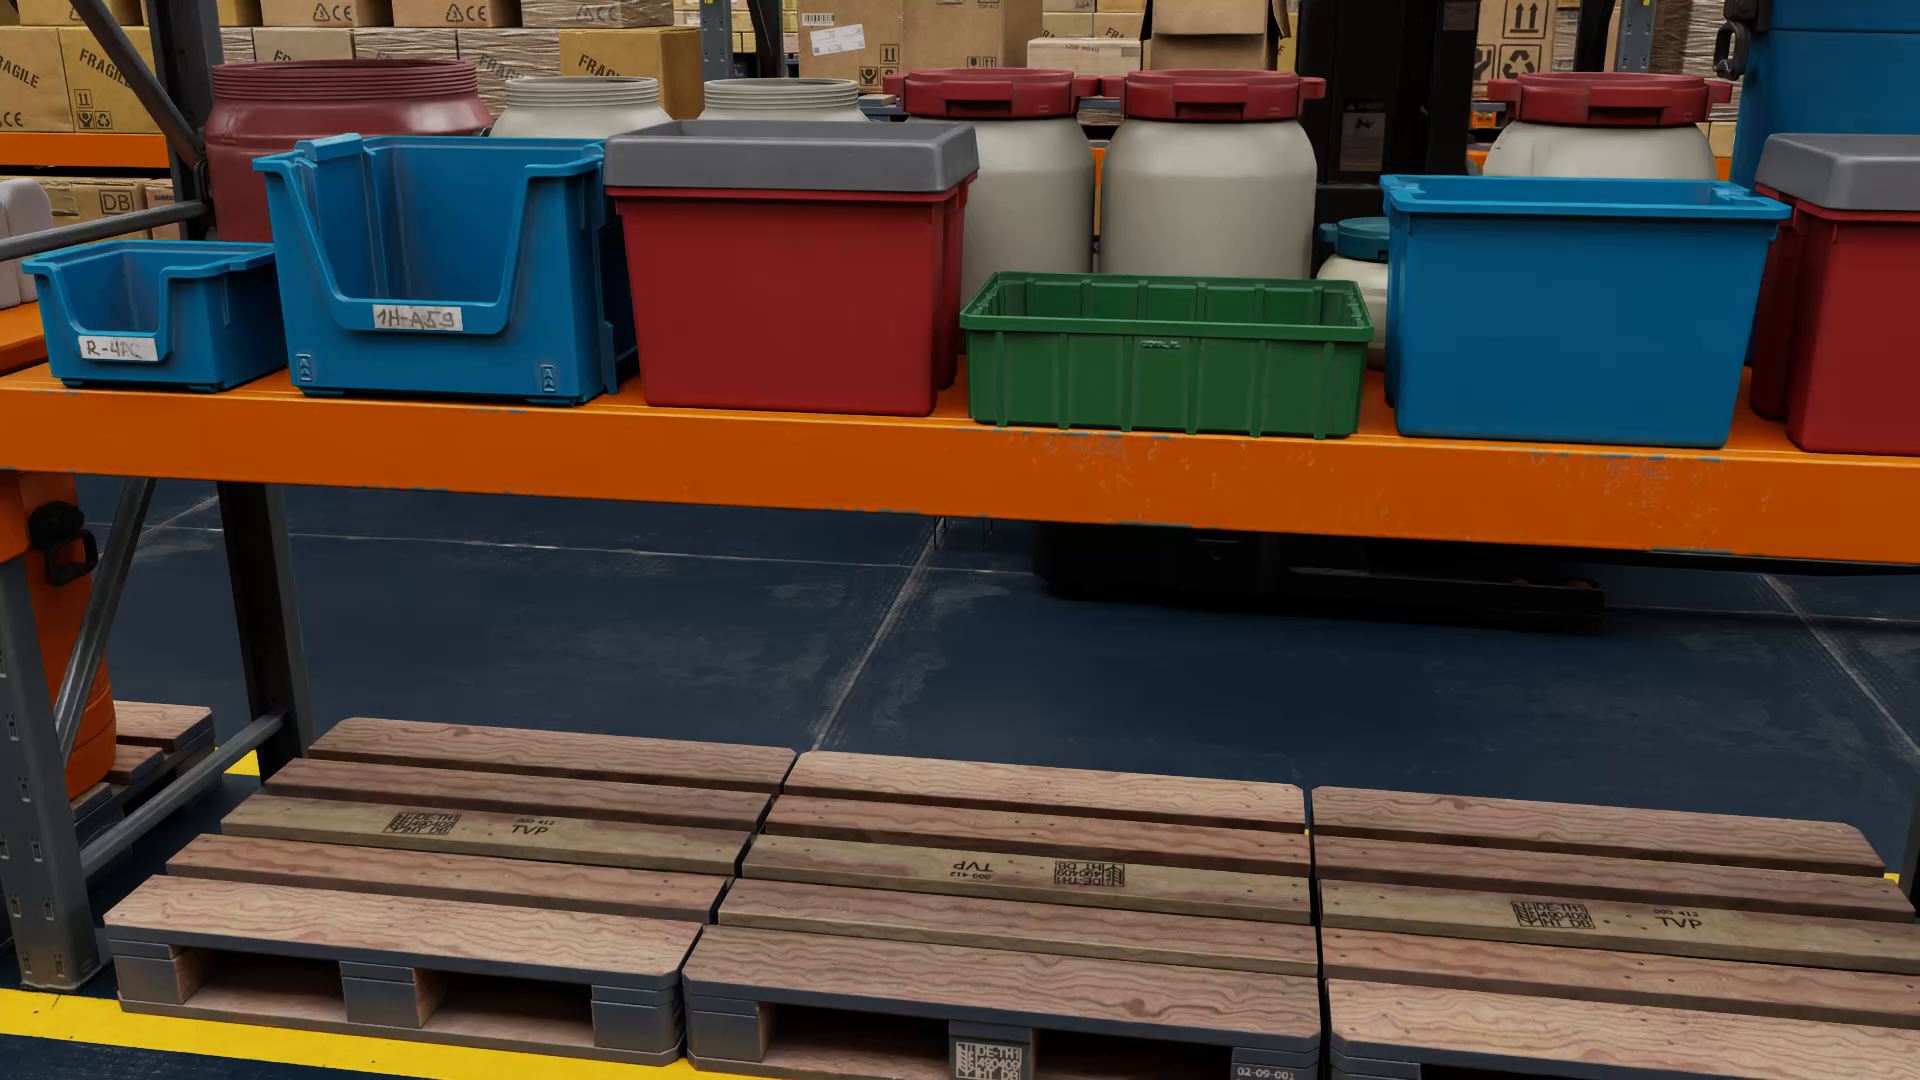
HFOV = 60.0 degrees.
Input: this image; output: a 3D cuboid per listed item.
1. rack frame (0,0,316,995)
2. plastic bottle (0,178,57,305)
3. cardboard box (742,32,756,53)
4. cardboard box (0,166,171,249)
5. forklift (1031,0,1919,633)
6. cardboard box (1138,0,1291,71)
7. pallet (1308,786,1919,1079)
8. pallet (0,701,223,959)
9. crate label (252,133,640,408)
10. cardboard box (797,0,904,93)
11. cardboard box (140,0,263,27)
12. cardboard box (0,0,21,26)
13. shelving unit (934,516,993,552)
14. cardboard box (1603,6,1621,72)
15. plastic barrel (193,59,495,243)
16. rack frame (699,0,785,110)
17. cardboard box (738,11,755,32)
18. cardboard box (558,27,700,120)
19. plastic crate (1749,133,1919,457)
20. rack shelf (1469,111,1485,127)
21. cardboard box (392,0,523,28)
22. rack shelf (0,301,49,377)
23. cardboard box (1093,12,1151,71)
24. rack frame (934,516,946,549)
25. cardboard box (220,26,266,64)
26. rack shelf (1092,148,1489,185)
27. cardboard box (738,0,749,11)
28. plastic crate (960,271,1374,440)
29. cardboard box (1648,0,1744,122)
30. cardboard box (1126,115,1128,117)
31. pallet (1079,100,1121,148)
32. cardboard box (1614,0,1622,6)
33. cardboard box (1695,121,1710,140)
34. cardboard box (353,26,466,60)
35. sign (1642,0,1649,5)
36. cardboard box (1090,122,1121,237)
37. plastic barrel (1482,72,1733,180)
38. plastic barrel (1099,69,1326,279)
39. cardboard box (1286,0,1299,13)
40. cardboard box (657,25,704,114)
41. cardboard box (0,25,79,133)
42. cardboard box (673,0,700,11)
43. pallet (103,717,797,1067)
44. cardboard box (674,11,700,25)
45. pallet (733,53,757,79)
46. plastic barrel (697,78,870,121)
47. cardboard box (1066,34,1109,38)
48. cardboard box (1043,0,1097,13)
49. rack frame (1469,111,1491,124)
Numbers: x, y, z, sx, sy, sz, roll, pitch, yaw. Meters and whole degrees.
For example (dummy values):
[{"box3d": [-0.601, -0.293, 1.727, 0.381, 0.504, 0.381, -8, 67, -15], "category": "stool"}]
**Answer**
[{"box3d": [-1.826, -0.633, 3.468, 0.127, 3.000, 1.000, 3, 19, 9], "category": "rack frame"}, {"box3d": [-2.202, -0.697, 3.856, 0.135, 0.276, 0.152, 3, 19, 9], "category": "plastic bottle"}, {"box3d": [-1.458, -3.734, 12.470, 0.250, 0.149, 0.380, 3, 19, 8], "category": "cardboard box"}, {"box3d": [-4.355, -1.552, 8.901, 0.875, 0.875, 1.225, 3, 19, 9], "category": "cardboard box"}, {"box3d": [1.814, -1.271, 5.482, 3.031, 2.935, 1.130, 3, 19, 10], "category": "forklift"}, {"box3d": [1.183, -2.290, 7.596, 0.637, 0.503, 0.797, 5, 19, 14], "category": "cardboard box"}, {"box3d": [1.342, 0.863, 3.391, 1.213, 0.211, 1.003, 3, 19, 9], "category": "pallet"}, {"box3d": [-2.611, 0.662, 3.990, 1.213, 0.211, 1.003, 3, 19, 9], "category": "pallet"}, {"box3d": [-0.888, -0.515, 3.060, 0.616, 0.435, 0.502, 3, 19, 9], "category": "crate label"}, {"box3d": [-0.501, -2.417, 7.980, 0.500, 0.500, 0.500, 1, 19, 2], "category": "cardboard box"}, {"box3d": [-3.682, -2.842, 8.330, 0.637, 0.503, 0.797, 3, 19, 9], "category": "cardboard box"}, {"box3d": [-5.422, -2.916, 8.877, 0.500, 0.500, 0.500, 3, 19, 9], "category": "cardboard box"}, {"box3d": [0.014, -0.568, 6.111, 0.189, 1.200, 0.258, 3, 19, 9], "category": "shelving unit"}, {"box3d": [4.708, -3.568, 12.004, 0.550, 0.550, 0.875, 3, 19, 9], "category": "cardboard box"}, {"box3d": [-1.320, -0.769, 3.661, 0.708, 0.536, 0.600, 3, 19, 9], "category": "plastic barrel"}, {"box3d": [-1.040, -2.185, 8.106, 0.127, 3.000, 1.000, 3, 19, 9], "category": "rack frame"}, {"box3d": [-1.485, -3.875, 12.423, 0.250, 0.149, 0.380, 3, 19, 9], "category": "cardboard box"}, {"box3d": [-1.567, -2.180, 7.932, 0.500, 0.500, 0.500, 4, 19, 10], "category": "cardboard box"}, {"box3d": [1.597, -0.391, 2.643, 0.583, 0.464, 0.402, 3, 19, 9], "category": "plastic crate"}, {"box3d": [1.821, -3.292, 12.548, 4.000, 0.370, 1.077, 3, 19, 9], "category": "rack shelf"}, {"box3d": [-2.403, -2.784, 8.157, 0.637, 0.503, 0.797, 3, 19, 10], "category": "cardboard box"}, {"box3d": [-3.801, -0.393, 3.883, 4.000, 0.370, 1.077, 3, 19, 9], "category": "rack shelf"}, {"box3d": [1.247, -3.624, 12.249, 0.500, 0.500, 0.500, 3, 19, 9], "category": "cardboard box"}, {"box3d": [-0.076, -0.573, 6.124, 0.006, 1.200, 0.240, 3, 19, 9], "category": "rack frame"}, {"box3d": [-3.585, -2.282, 8.238, 0.500, 0.500, 0.500, 2, 19, 7], "category": "cardboard box"}, {"box3d": [0.934, -1.743, 7.919, 4.000, 0.370, 1.077, 3, 19, 9], "category": "rack shelf"}, {"box3d": [-1.481, -4.016, 12.374, 0.250, 0.149, 0.380, 3, 19, 10], "category": "cardboard box"}, {"box3d": [0.359, -0.331, 2.898, 0.662, 0.188, 0.450, 3, 19, 9], "category": "plastic crate"}, {"box3d": [3.343, -2.130, 7.316, 0.500, 0.500, 0.875, 3, 19, 9], "category": "cardboard box"}, {"box3d": [2.575, -5.852, 22.146, 0.625, 0.625, 0.875, 4, 19, 10], "category": "cardboard box"}, {"box3d": [0.921, -2.007, 7.877, 1.213, 0.211, 1.003, 3, 19, 9], "category": "pallet"}, {"box3d": [4.716, -4.095, 11.877, 0.550, 0.550, 0.875, 3, 19, 9], "category": "cardboard box"}, {"box3d": [3.074, -1.759, 7.230, 0.250, 0.149, 0.380, 3, 19, 9], "category": "cardboard box"}, {"box3d": [-2.571, -2.232, 8.088, 0.500, 0.500, 0.500, 2, 19, 7], "category": "cardboard box"}, {"box3d": [2.825, -2.359, 6.800, 0.005, 0.325, 0.100, 3, 19, 9], "category": "sign"}, {"box3d": [1.297, -2.764, 12.721, 0.750, 0.750, 1.050, 3, 19, 9], "category": "cardboard box"}, {"box3d": [1.214, -0.613, 3.194, 0.433, 0.535, 0.433, 0, 18, 0], "category": "plastic barrel"}, {"box3d": [0.489, -0.650, 3.305, 0.433, 0.535, 0.433, 0, 18, 0], "category": "plastic barrel"}, {"box3d": [2.297, -4.128, 12.180, 0.500, 0.500, 0.700, 3, 19, 9], "category": "cardboard box"}, {"box3d": [-1.477, -2.342, 8.418, 0.500, 0.500, 0.500, 3, 19, 10], "category": "cardboard box"}, {"box3d": [-4.575, -2.332, 8.389, 0.500, 0.500, 0.500, 3, 19, 9], "category": "cardboard box"}, {"box3d": [-1.987, -4.043, 12.455, 0.250, 0.149, 0.380, 4, 19, 11], "category": "cardboard box"}, {"box3d": [-1.067, 0.740, 3.758, 1.213, 0.211, 1.003, 3, 19, 9], "category": "pallet"}, {"box3d": [-1.988, -3.901, 12.501, 0.250, 0.149, 0.380, 3, 19, 10], "category": "cardboard box"}, {"box3d": [-2.115, -3.730, 13.025, 1.213, 0.211, 1.003, 3, 19, 9], "category": "pallet"}, {"box3d": [-0.361, -0.680, 3.433, 0.421, 0.512, 0.421, 0, 18, 0], "category": "plastic barrel"}, {"box3d": [0.649, -2.321, 8.063, 0.258, 0.266, 0.396, 2, 19, 7], "category": "cardboard box"}, {"box3d": [0.787, -4.205, 12.409, 0.500, 0.500, 0.700, 3, 19, 8], "category": "cardboard box"}, {"box3d": [3.796, -3.532, 12.133, 0.127, 3.000, 1.000, 3, 19, 9], "category": "rack frame"}]
